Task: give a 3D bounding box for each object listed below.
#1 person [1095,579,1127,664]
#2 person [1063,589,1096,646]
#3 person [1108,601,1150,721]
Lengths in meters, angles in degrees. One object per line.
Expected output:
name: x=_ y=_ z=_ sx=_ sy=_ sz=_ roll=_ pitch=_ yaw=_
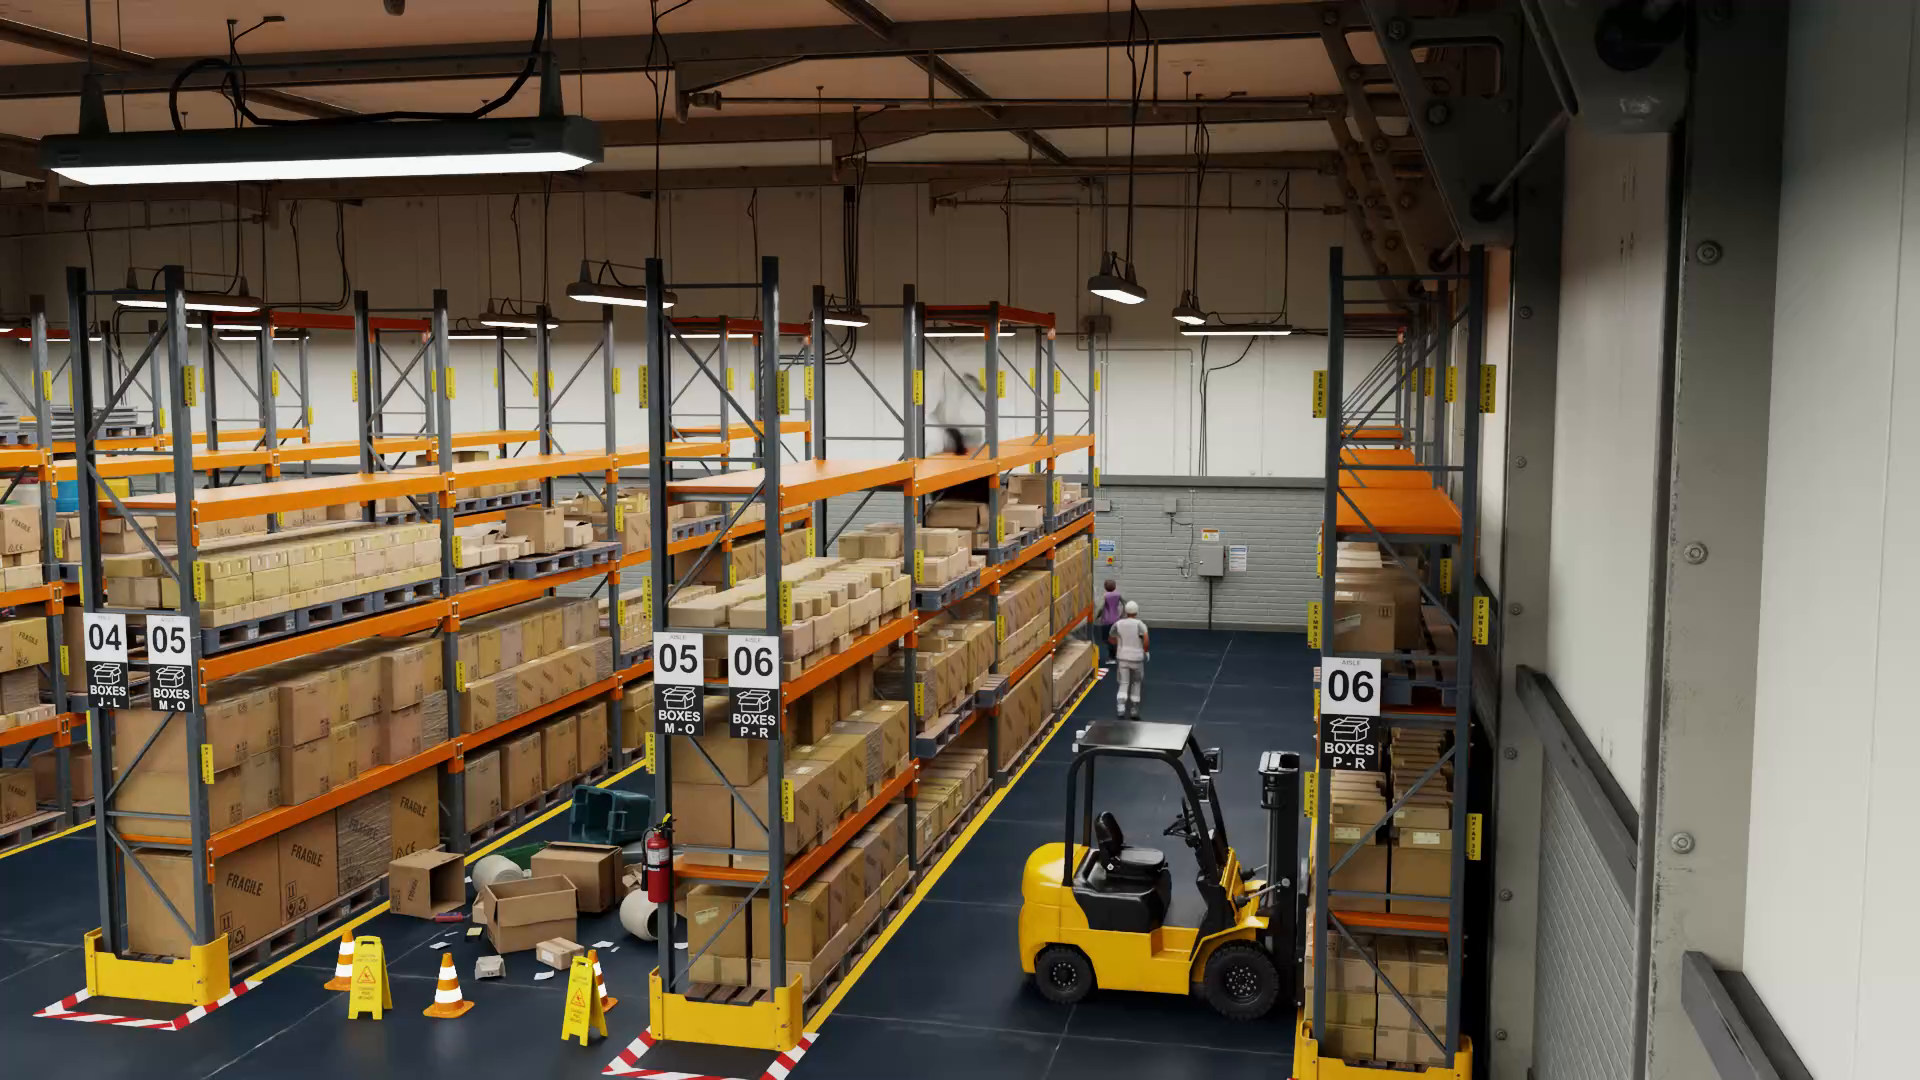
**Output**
person: x=2.653 y=1.457 z=29.209 sx=0.594 sy=1.563 sz=0.580 roll=-3 pitch=7 yaw=-29
person: x=2.145 y=1.351 z=29.644 sx=0.519 sy=1.717 sz=0.988 roll=5 pitch=8 yaw=41
person: x=2.487 y=1.798 z=24.464 sx=0.651 sy=1.808 sz=0.878 roll=2 pitch=6 yaw=15
